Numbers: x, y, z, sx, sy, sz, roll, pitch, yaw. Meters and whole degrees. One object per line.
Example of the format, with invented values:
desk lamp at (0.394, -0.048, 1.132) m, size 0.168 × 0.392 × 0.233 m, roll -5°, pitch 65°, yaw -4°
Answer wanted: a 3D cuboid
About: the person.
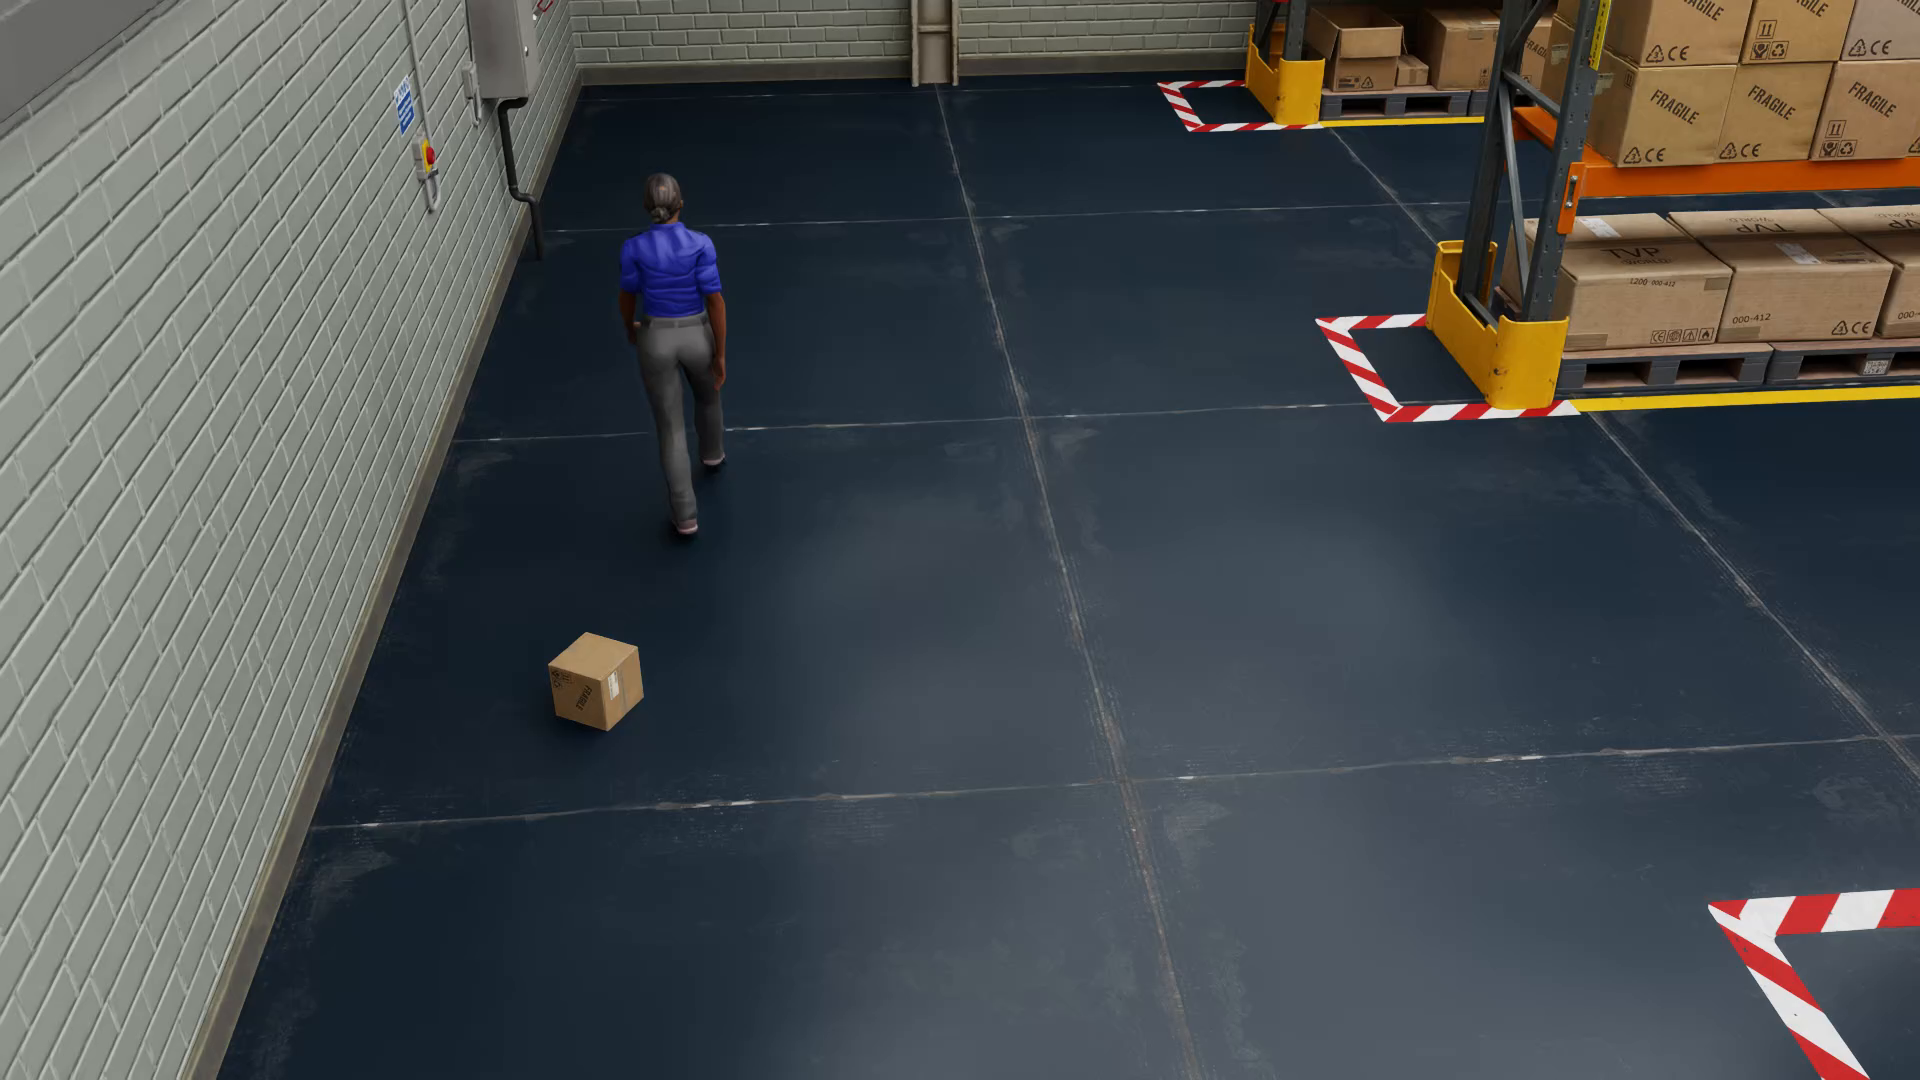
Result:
person at (-1.310, -0.912, 7.638) m, size 0.464 × 1.636 × 0.909 m, roll -6°, pitch 32°, yaw -11°
